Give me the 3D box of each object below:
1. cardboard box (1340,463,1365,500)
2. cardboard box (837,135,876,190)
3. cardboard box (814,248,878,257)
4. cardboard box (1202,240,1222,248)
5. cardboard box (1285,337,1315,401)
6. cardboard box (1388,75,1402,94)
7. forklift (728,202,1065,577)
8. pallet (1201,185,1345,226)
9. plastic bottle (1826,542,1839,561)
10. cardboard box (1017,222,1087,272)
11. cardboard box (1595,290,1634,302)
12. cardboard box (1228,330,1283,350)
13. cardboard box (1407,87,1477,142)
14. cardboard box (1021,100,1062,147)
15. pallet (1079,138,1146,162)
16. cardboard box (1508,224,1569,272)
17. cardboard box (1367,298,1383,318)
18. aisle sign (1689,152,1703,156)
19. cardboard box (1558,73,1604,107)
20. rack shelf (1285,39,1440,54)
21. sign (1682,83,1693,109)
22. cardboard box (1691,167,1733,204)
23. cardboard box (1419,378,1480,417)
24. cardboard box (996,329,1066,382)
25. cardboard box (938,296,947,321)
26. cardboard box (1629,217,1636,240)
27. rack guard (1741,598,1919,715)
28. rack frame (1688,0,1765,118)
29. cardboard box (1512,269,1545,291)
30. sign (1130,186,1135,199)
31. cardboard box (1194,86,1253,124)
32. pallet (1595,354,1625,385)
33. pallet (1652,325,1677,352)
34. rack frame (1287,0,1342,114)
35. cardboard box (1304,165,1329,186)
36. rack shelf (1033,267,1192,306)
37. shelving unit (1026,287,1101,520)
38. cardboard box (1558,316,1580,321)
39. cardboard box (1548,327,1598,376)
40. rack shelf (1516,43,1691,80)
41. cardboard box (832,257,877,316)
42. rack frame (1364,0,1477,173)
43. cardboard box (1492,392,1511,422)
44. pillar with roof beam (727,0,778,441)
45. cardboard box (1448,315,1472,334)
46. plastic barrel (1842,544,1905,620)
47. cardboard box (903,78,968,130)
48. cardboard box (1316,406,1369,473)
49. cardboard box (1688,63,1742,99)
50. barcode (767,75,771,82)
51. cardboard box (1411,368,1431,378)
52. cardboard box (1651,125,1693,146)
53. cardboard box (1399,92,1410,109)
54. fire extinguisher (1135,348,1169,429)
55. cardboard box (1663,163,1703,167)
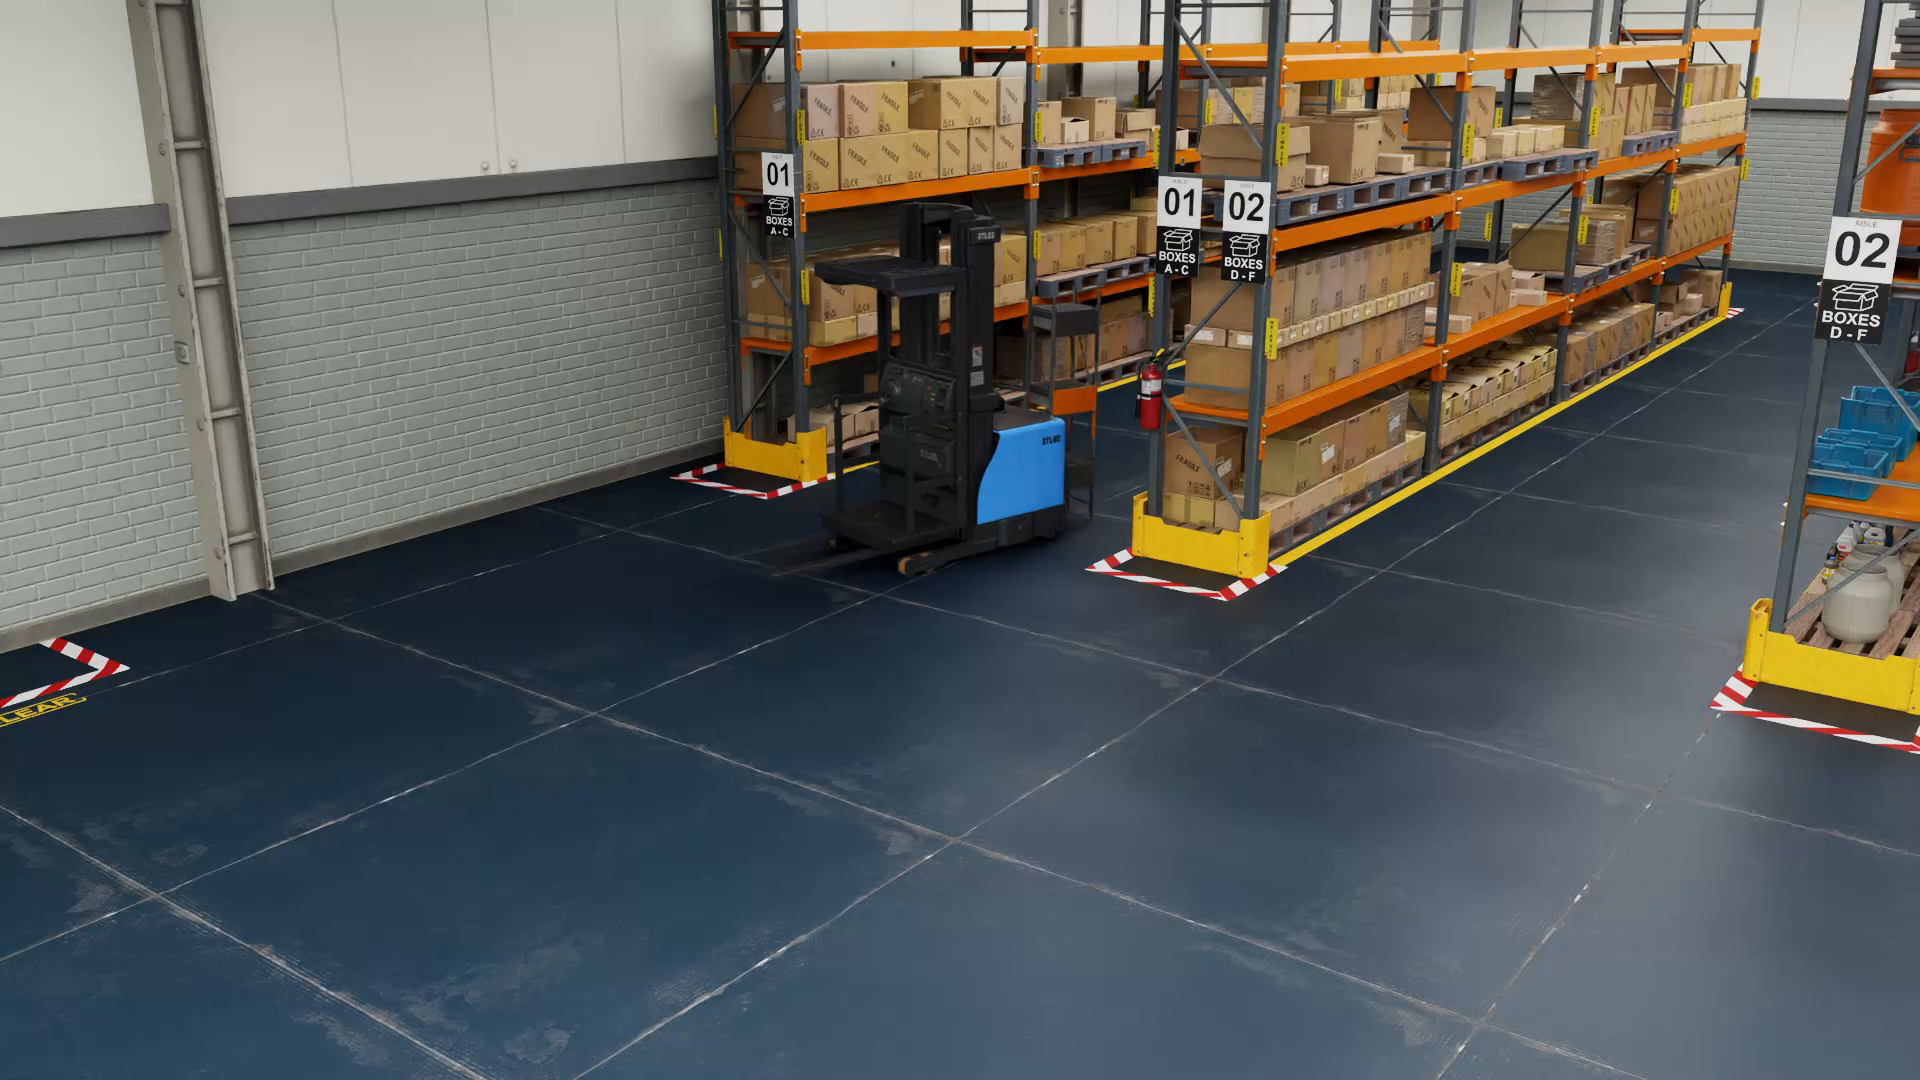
[{"bbox_3d":[3.437,-0.589,15.510,0.500,0.250,0.500,12,21,35],"label":"cardboard box"},{"bbox_3d":[-1.188,-3.777,16.589,0.500,0.500,0.500,14,22,38],"label":"cardboard box"},{"bbox_3d":[-1.214,-2.818,17.716,0.500,0.500,0.500,12,21,33],"label":"cardboard box"},{"bbox_3d":[3.325,-4.306,22.847,0.500,0.500,0.500,13,22,36],"label":"cardboard box"},{"bbox_3d":[2.641,-1.539,14.472,0.700,0.500,0.500,13,22,36],"label":"cardboard box"},{"bbox_3d":[6.768,-7.443,26.708,0.500,0.500,0.500,11,21,32],"label":"cardboard box"},{"bbox_3d":[-0.522,-1.267,13.881,3.031,2.935,1.130,-14,22,-37],"label":"forklift"},{"bbox_3d":[2.486,-2.810,13.826,1.003,0.211,1.213,12,21,35],"label":"pallet"},{"bbox_3d":[6.817,0.161,13.004,0.061,0.283,0.133,13,22,36],"label":"plastic bottle"},{"bbox_3d":[1.116,-3.588,20.329,0.700,0.500,0.500,15,23,40],"label":"cardboard box"},{"bbox_3d":[9.305,-3.316,23.838,0.500,0.500,0.500,12,21,35],"label":"cardboard box"},{"bbox_3d":[2.450,-1.669,13.798,0.380,0.149,0.250,12,21,34],"label":"cardboard box"},{"bbox_3d":[4.826,-4.268,16.653,0.500,0.500,0.500,13,21,35],"label":"cardboard box"},{"bbox_3d":[0.836,-4.880,19.466,0.500,0.500,0.500,16,24,42],"label":"cardboard box"},{"bbox_3d":[1.515,-4.802,20.407,1.213,0.211,1.003,12,21,35],"label":"pallet"},{"bbox_3d":[7.095,-3.580,20.336,0.700,0.500,0.500,5,18,16],"label":"cardboard box"},{"bbox_3d":[3.679,-2.161,15.384,0.380,0.149,0.250,13,22,36],"label":"cardboard box"},{"bbox_3d":[11.382,-6.376,25.836,0.394,0.787,0.004,12,21,35],"label":"aisle sign"},{"bbox_3d":[7.379,-5.343,19.980,0.500,0.500,0.500,12,21,35],"label":"cardboard box"},{"bbox_3d":[6.405,-7.795,26.560,1.077,0.370,4.000,12,21,35],"label":"rack shelf"},{"bbox_3d":[9.641,-5.884,22.041,0.100,0.325,0.005,12,21,35],"label":"sign"},{"bbox_3d":[11.232,-5.317,24.953,0.500,0.500,0.500,13,22,36],"label":"cardboard box"},{"bbox_3d":[5.176,-1.537,17.617,0.500,0.311,0.500,12,21,34],"label":"cardboard box"},{"bbox_3d":[0.871,-2.278,20.493,0.700,0.500,0.500,13,22,37],"label":"cardboard box"},{"bbox_3d":[-0.482,-2.495,17.939,0.500,0.250,0.500,13,21,35],"label":"cardboard box"},{"bbox_3d":[9.285,-4.326,23.448,0.500,0.500,0.500,13,21,36],"label":"cardboard box"},{"bbox_3d":[6.027,0.788,11.364,1.175,0.500,0.348,12,21,35],"label":"rack guard"},{"bbox_3d":[11.577,-7.932,25.112,1.000,3.000,0.127,12,21,35],"label":"rack frame"},{"bbox_3d":[6.558,-3.040,19.625,0.500,0.311,0.500,14,22,38],"label":"cardboard box"},{"bbox_3d":[2.382,-4.686,22.823,0.100,0.325,0.005,12,21,35],"label":"sign"},{"bbox_3d":[3.686,-6.117,23.415,0.700,0.500,0.500,14,22,37],"label":"cardboard box"},{"bbox_3d":[8.013,-2.290,21.762,1.003,0.211,1.213,12,21,35],"label":"pallet"},{"bbox_3d":[9.603,-2.946,23.874,1.003,0.211,1.213,12,21,35],"label":"pallet"},{"bbox_3d":[5.213,-7.854,24.860,1.000,3.000,0.127,12,21,35],"label":"rack frame"},{"bbox_3d":[2.886,-3.085,14.042,0.380,0.149,0.250,12,21,35],"label":"cardboard box"},{"bbox_3d":[1.638,-3.216,21.255,1.077,0.370,4.000,12,21,35],"label":"rack shelf"},{"bbox_3d":[0.917,-1.201,15.059,0.503,2.100,0.431,-10,20,-31],"label":"shelving unit"},{"bbox_3d":[7.795,-2.691,21.825,0.500,0.500,0.500,11,21,33],"label":"cardboard box"},{"bbox_3d":[7.618,-2.361,20.763,0.500,0.500,0.500,12,21,33],"label":"cardboard box"},{"bbox_3d":[8.002,-5.968,20.676,1.077,0.370,4.000,12,21,35],"label":"rack shelf"},{"bbox_3d":[-1.109,-2.603,17.023,0.500,0.500,0.500,12,21,35],"label":"cardboard box"},{"bbox_3d":[4.427,-5.074,15.908,1.000,3.000,0.127,12,21,35],"label":"rack frame"},{"bbox_3d":[5.782,-1.515,18.492,0.500,0.250,0.500,13,21,36],"label":"cardboard box"},{"bbox_3d":[1.243,-4.554,14.236,9.100,9.000,0.400,12,21,35],"label":"pillar with roof beam"},{"bbox_3d":[5.119,-2.264,17.399,0.380,0.149,0.250,12,21,35],"label":"cardboard box"},{"bbox_3d":[6.649,0.318,12.148,0.421,0.512,0.421,0,17,0],"label":"plastic barrel"},{"bbox_3d":[-0.255,-4.625,17.632,0.500,0.500,0.500,12,21,33],"label":"cardboard box"},{"bbox_3d":[3.438,-0.947,15.398,0.500,0.500,0.500,12,21,35],"label":"cardboard box"},{"bbox_3d":[11.284,-6.899,24.991,0.700,0.500,0.500,12,21,35],"label":"cardboard box"},{"bbox_3d":[-1.916,-4.632,16.678,0.001,0.075,0.075,12,21,35],"label":"barcode"},{"bbox_3d":[5.042,-1.754,18.318,0.500,0.311,0.500,12,21,35],"label":"cardboard box"},{"bbox_3d":[9.682,-5.547,22.743,0.500,0.250,0.500,12,21,35],"label":"cardboard box"},{"bbox_3d":[7.064,-7.205,27.205,0.500,0.250,0.500,11,21,33],"label":"cardboard box"},{"bbox_3d":[1.600,-1.273,13.915,0.296,0.674,0.183,12,21,35],"label":"fire extinguisher"},{"bbox_3d":[11.101,-5.533,25.648,0.500,0.500,0.500,13,22,36],"label":"cardboard box"}]
